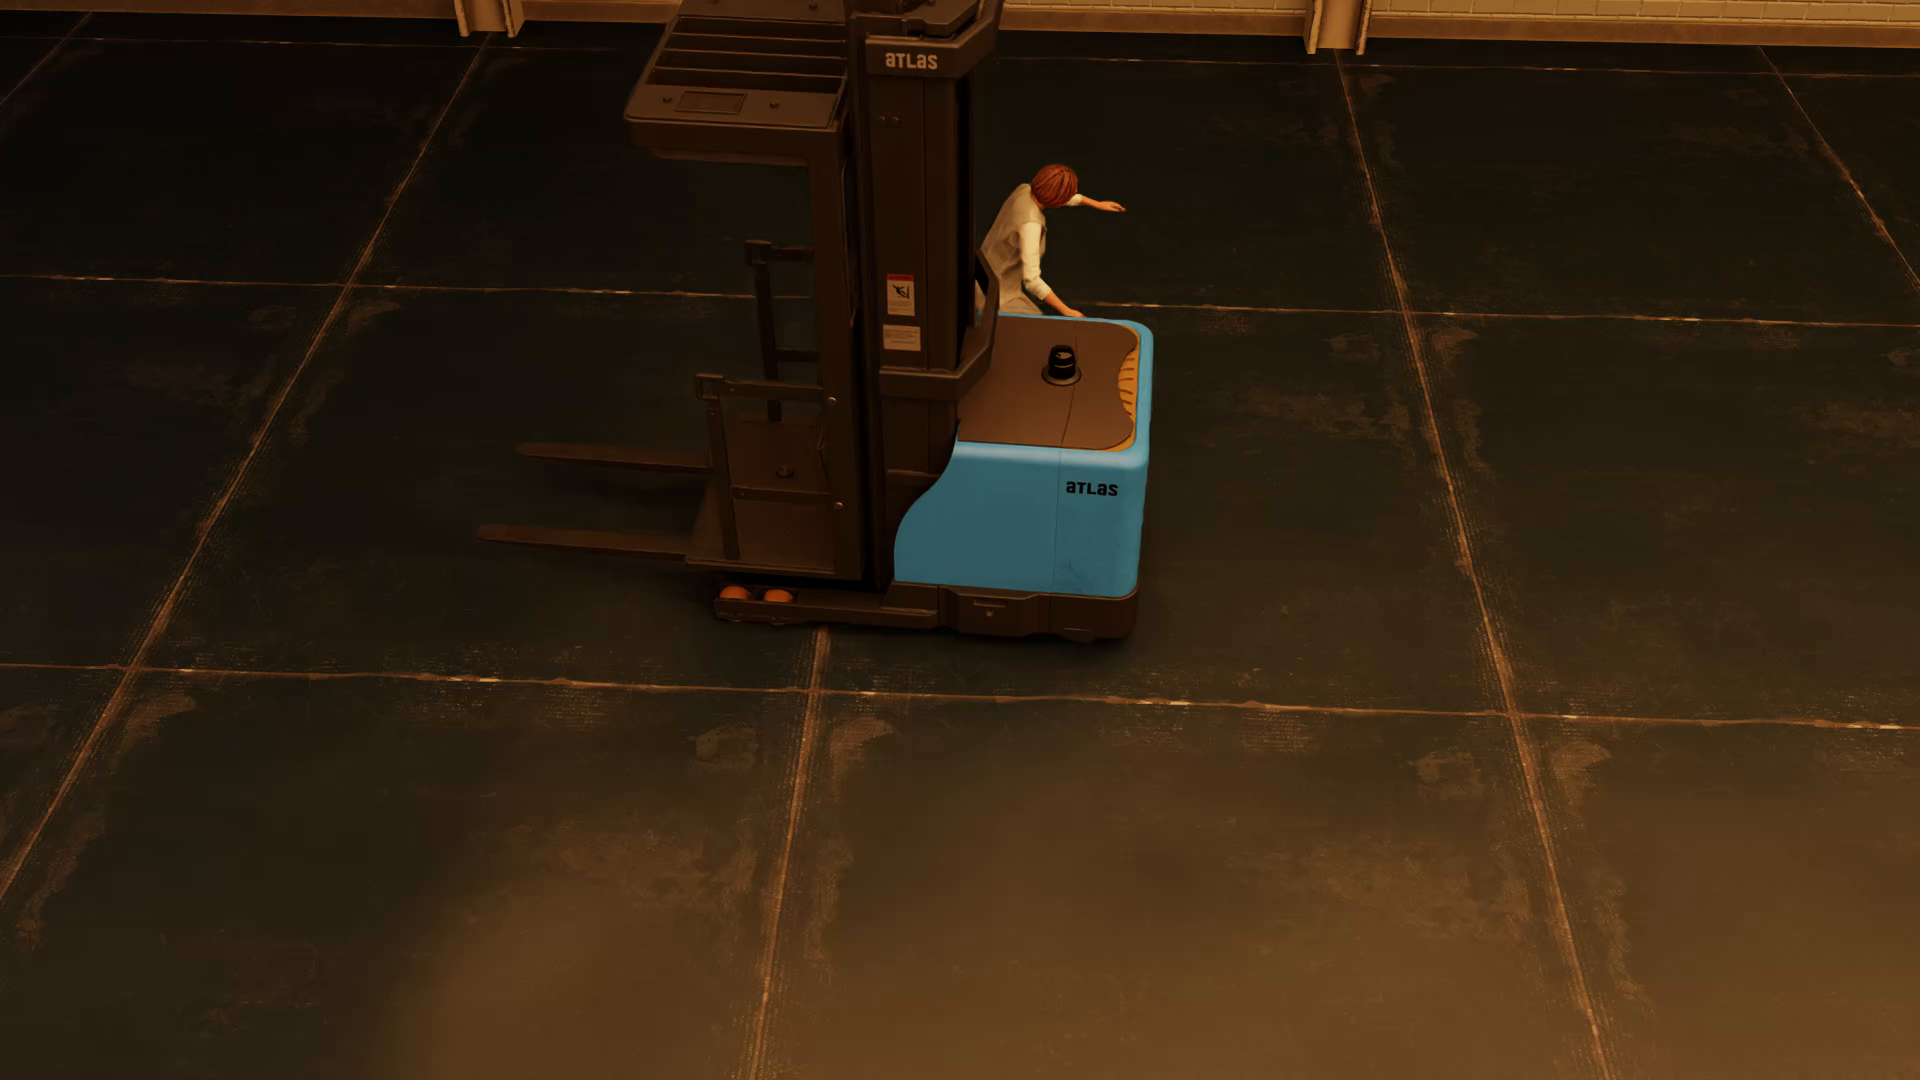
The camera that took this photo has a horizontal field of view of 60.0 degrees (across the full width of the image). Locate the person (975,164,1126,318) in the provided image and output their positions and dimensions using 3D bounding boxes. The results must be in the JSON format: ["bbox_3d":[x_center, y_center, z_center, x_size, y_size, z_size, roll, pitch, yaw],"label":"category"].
[{"bbox_3d":[0.453,-1.151,8.200,0.833,1.348,1.127,-2,42,-2],"label":"person"}]

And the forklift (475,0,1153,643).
[{"bbox_3d":[-0.681,-1.049,6.892,3.031,2.935,1.130,4,43,5],"label":"forklift"}]
